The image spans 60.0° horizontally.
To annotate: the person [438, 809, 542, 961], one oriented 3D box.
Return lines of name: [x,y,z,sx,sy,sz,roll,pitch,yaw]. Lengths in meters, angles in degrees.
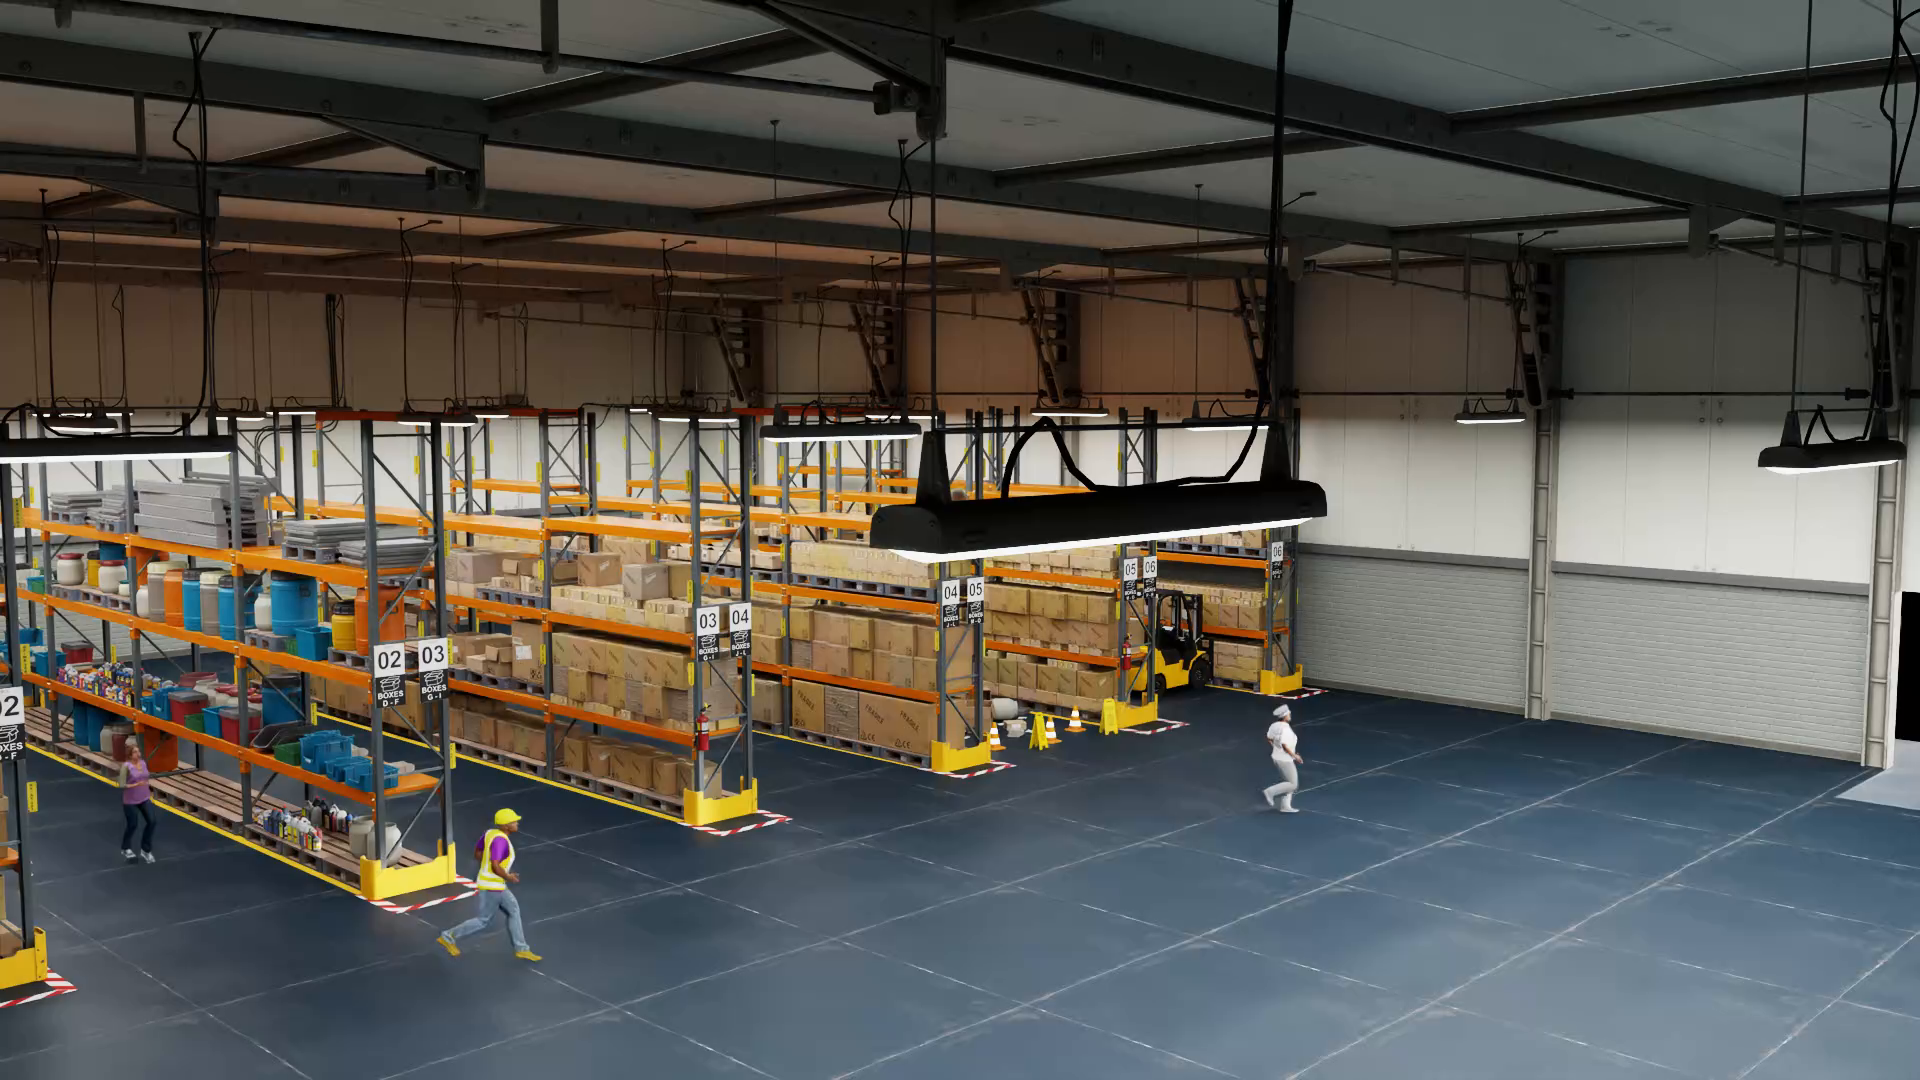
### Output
person: [-5.195,3.848,18.331,1.105,1.751,0.700,-2,5,-17]

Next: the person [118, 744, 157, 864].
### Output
person: [-11.067,3.554,22.372,0.666,1.636,0.514,3,6,33]

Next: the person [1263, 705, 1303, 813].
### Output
person: [4.815,3.299,24.992,0.611,1.665,0.575,-1,5,-15]
